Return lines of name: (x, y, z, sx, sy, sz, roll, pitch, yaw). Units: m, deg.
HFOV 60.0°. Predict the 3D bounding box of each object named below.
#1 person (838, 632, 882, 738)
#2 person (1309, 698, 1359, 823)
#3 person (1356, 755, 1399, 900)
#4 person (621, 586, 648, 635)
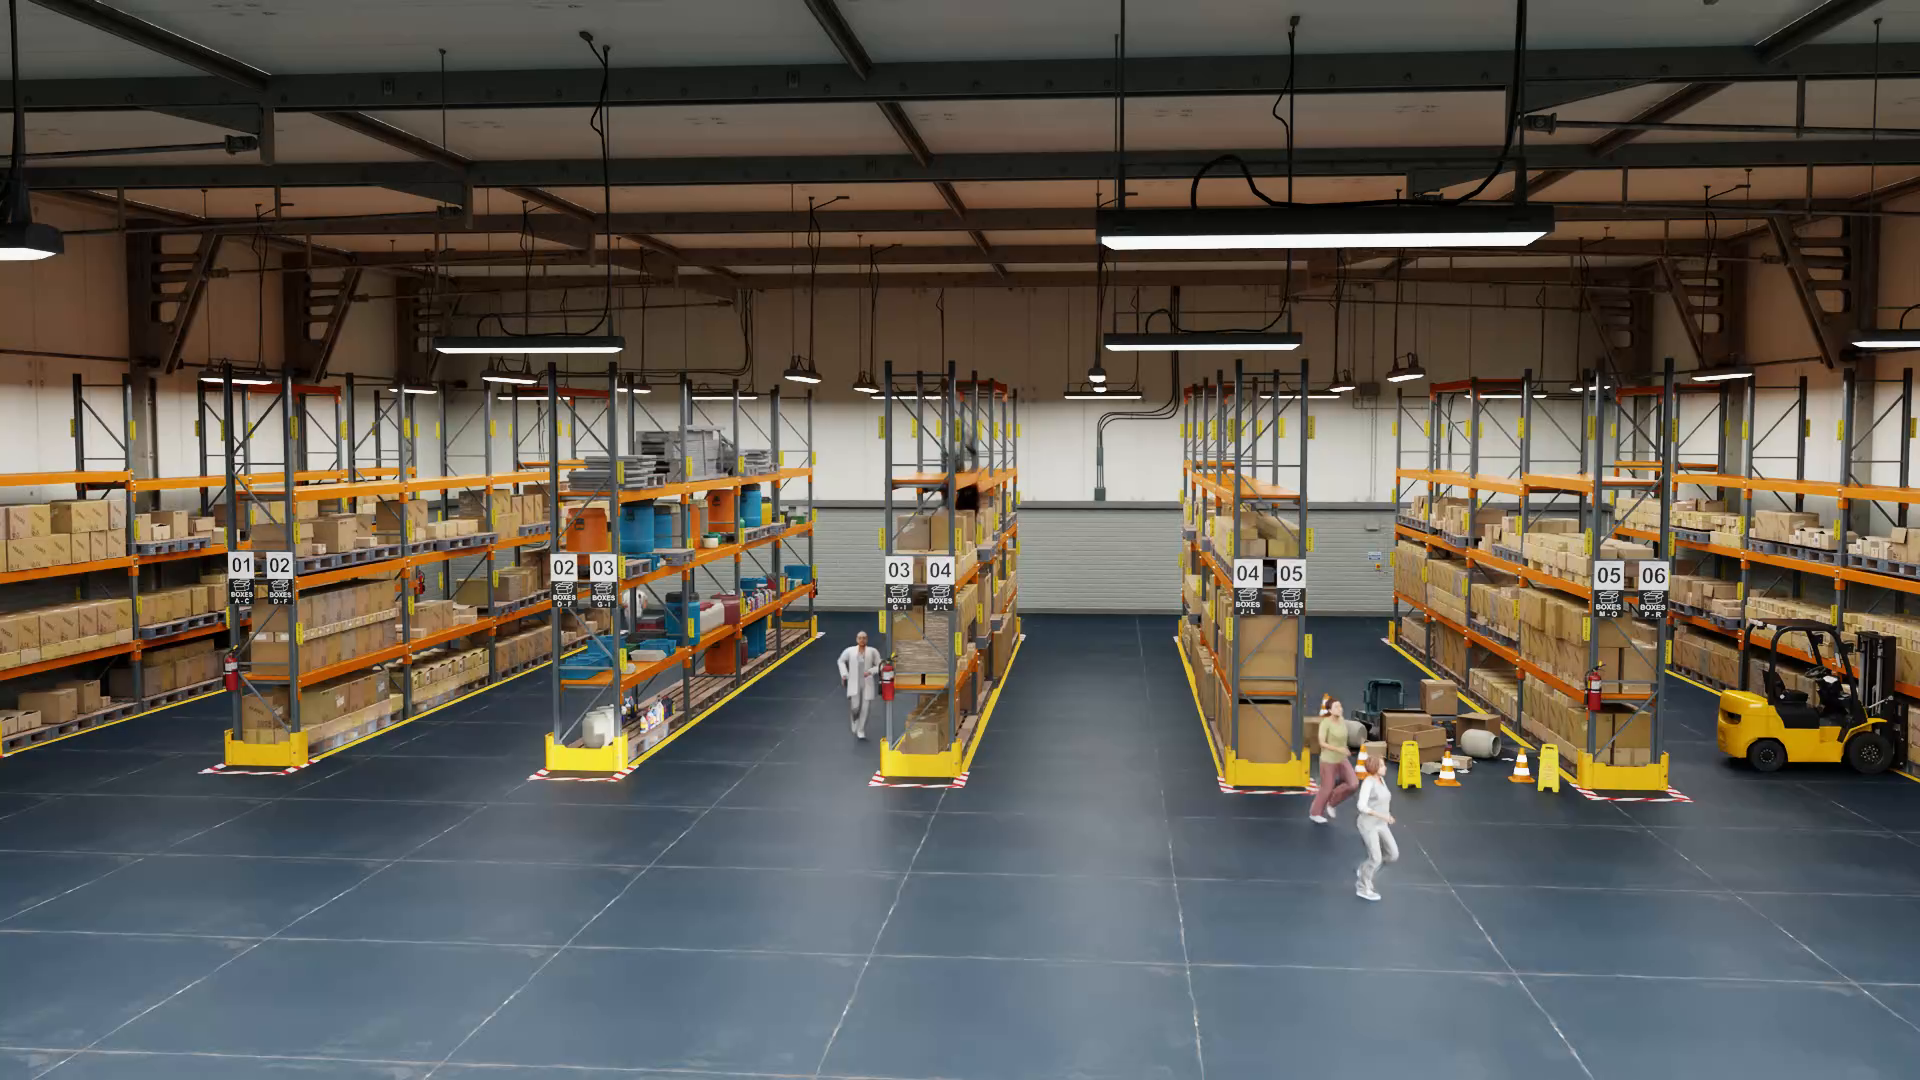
person: (-1.610, 2.357, 26.982, 0.714, 1.736, 0.616, 0, 4, -7)
person: (4.748, 2.797, 21.051, 0.596, 1.622, 0.716, -2, 4, -32)
person: (4.415, 3.056, 17.639, 0.520, 1.561, 0.523, 3, 5, 41)
person: (-7.288, 1.740, 37.194, 0.554, 1.705, 0.759, 0, 4, -2)
